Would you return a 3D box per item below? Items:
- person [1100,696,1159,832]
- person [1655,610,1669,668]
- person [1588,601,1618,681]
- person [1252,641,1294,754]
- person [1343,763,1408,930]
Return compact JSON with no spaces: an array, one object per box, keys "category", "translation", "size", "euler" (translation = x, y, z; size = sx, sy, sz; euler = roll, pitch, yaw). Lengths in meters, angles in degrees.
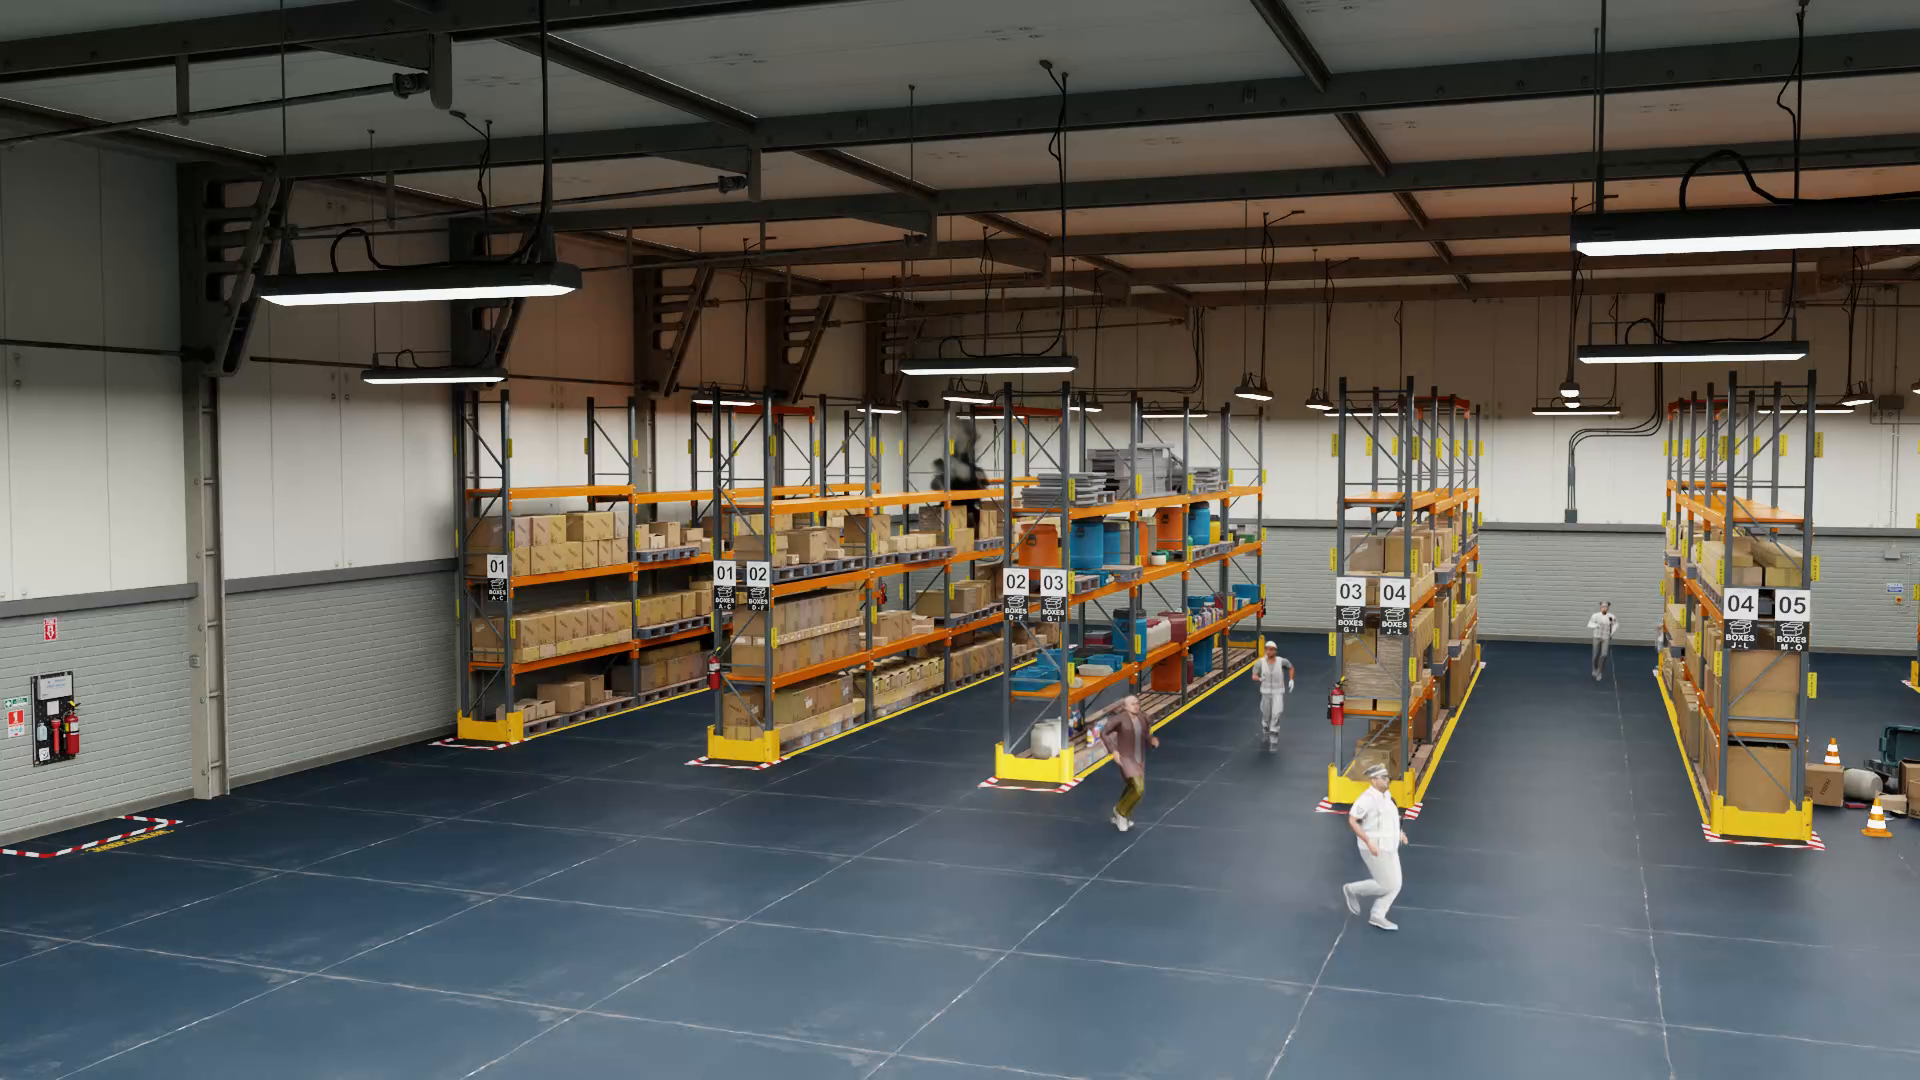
[{"category":"person","translation":[2.269,2.928,21.779],"size":[0.676,1.785,0.739],"euler":[-2,4,-38]},{"category":"person","translation":[16.142,2.186,37.721],"size":[0.616,1.534,0.761],"euler":[1,3,11]},{"category":"person","translation":[13.917,2.181,36.080],"size":[0.570,1.738,0.750],"euler":[1,3,22]},{"category":"person","translation":[5.201,2.583,27.651],"size":[0.673,1.827,0.930],"euler":[1,3,17]},{"category":"person","translation":[4.349,3.181,17.387],"size":[0.599,1.741,0.670],"euler":[3,4,45]}]
